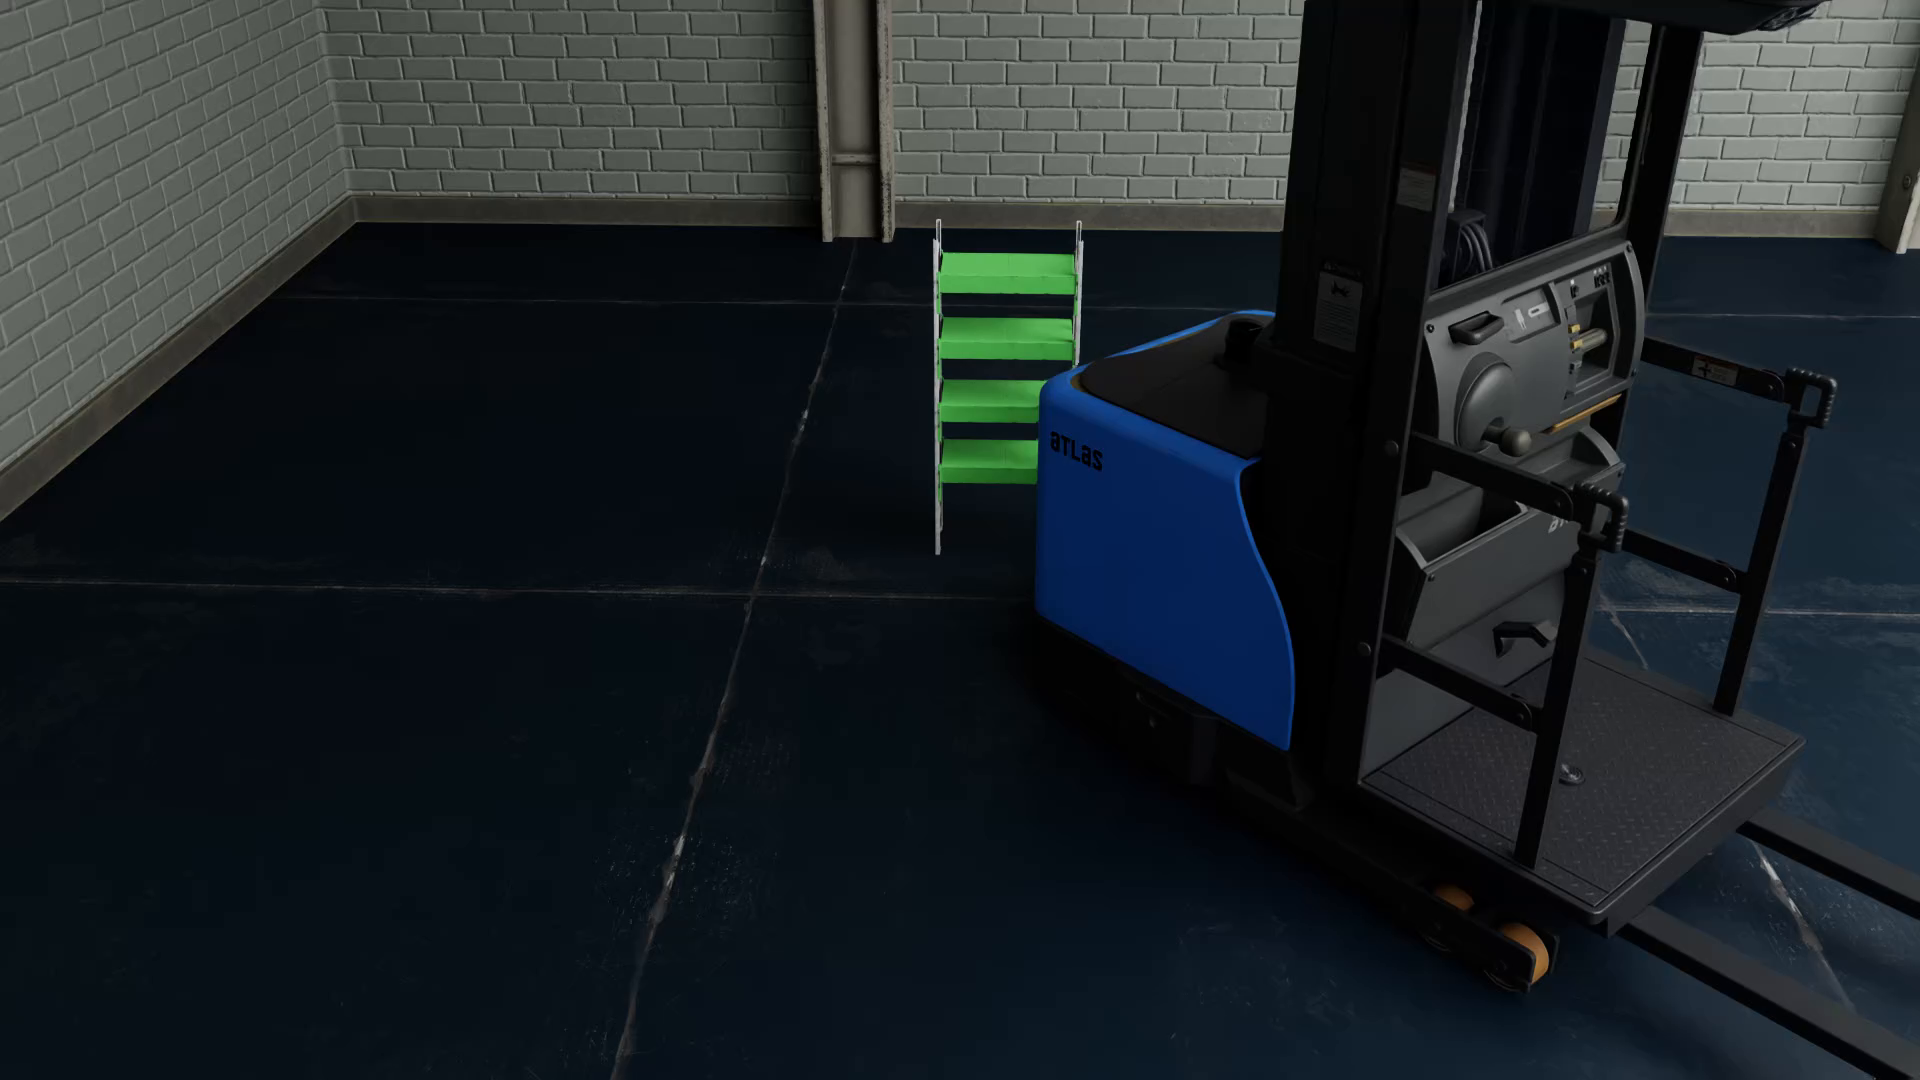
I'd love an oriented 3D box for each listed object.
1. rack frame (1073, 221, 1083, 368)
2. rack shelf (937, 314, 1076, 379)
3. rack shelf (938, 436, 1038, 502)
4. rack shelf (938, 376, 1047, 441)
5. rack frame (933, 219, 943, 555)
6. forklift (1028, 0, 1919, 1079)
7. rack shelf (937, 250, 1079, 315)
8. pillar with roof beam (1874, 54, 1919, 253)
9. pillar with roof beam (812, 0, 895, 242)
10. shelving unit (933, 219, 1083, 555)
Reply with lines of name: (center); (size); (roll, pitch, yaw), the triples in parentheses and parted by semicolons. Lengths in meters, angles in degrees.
rack frame: (0.409, -0.523, 5.956); (0.015, 1.200, 0.240); (1, 28, 2)
rack shelf: (0.165, -0.683, 5.881); (0.480, 0.148, 0.258); (1, 28, 2)
rack shelf: (0.165, -0.259, 6.106); (0.480, 0.148, 0.258); (1, 28, 2)
rack shelf: (0.165, -0.471, 5.994); (0.480, 0.148, 0.258); (1, 28, 2)
rack frame: (-0.078, -0.531, 5.971); (0.015, 1.200, 0.240); (1, 28, 2)
forklift: (1.565, -0.445, 3.959); (1.130, 2.935, 3.031); (-22, 35, -36)
rack shelf: (0.165, -0.895, 5.769); (0.480, 0.148, 0.258); (1, 28, 2)
pillar with roof beam: (5.263, -3.627, 3.484); (0.400, 9.000, 9.100); (1, 28, 2)
pillar with roof beam: (-0.733, -3.726, 3.671); (0.400, 9.000, 9.100); (1, 28, 2)
shelving unit: (0.165, -0.527, 5.964); (0.503, 1.200, 0.258); (1, 28, 2)
